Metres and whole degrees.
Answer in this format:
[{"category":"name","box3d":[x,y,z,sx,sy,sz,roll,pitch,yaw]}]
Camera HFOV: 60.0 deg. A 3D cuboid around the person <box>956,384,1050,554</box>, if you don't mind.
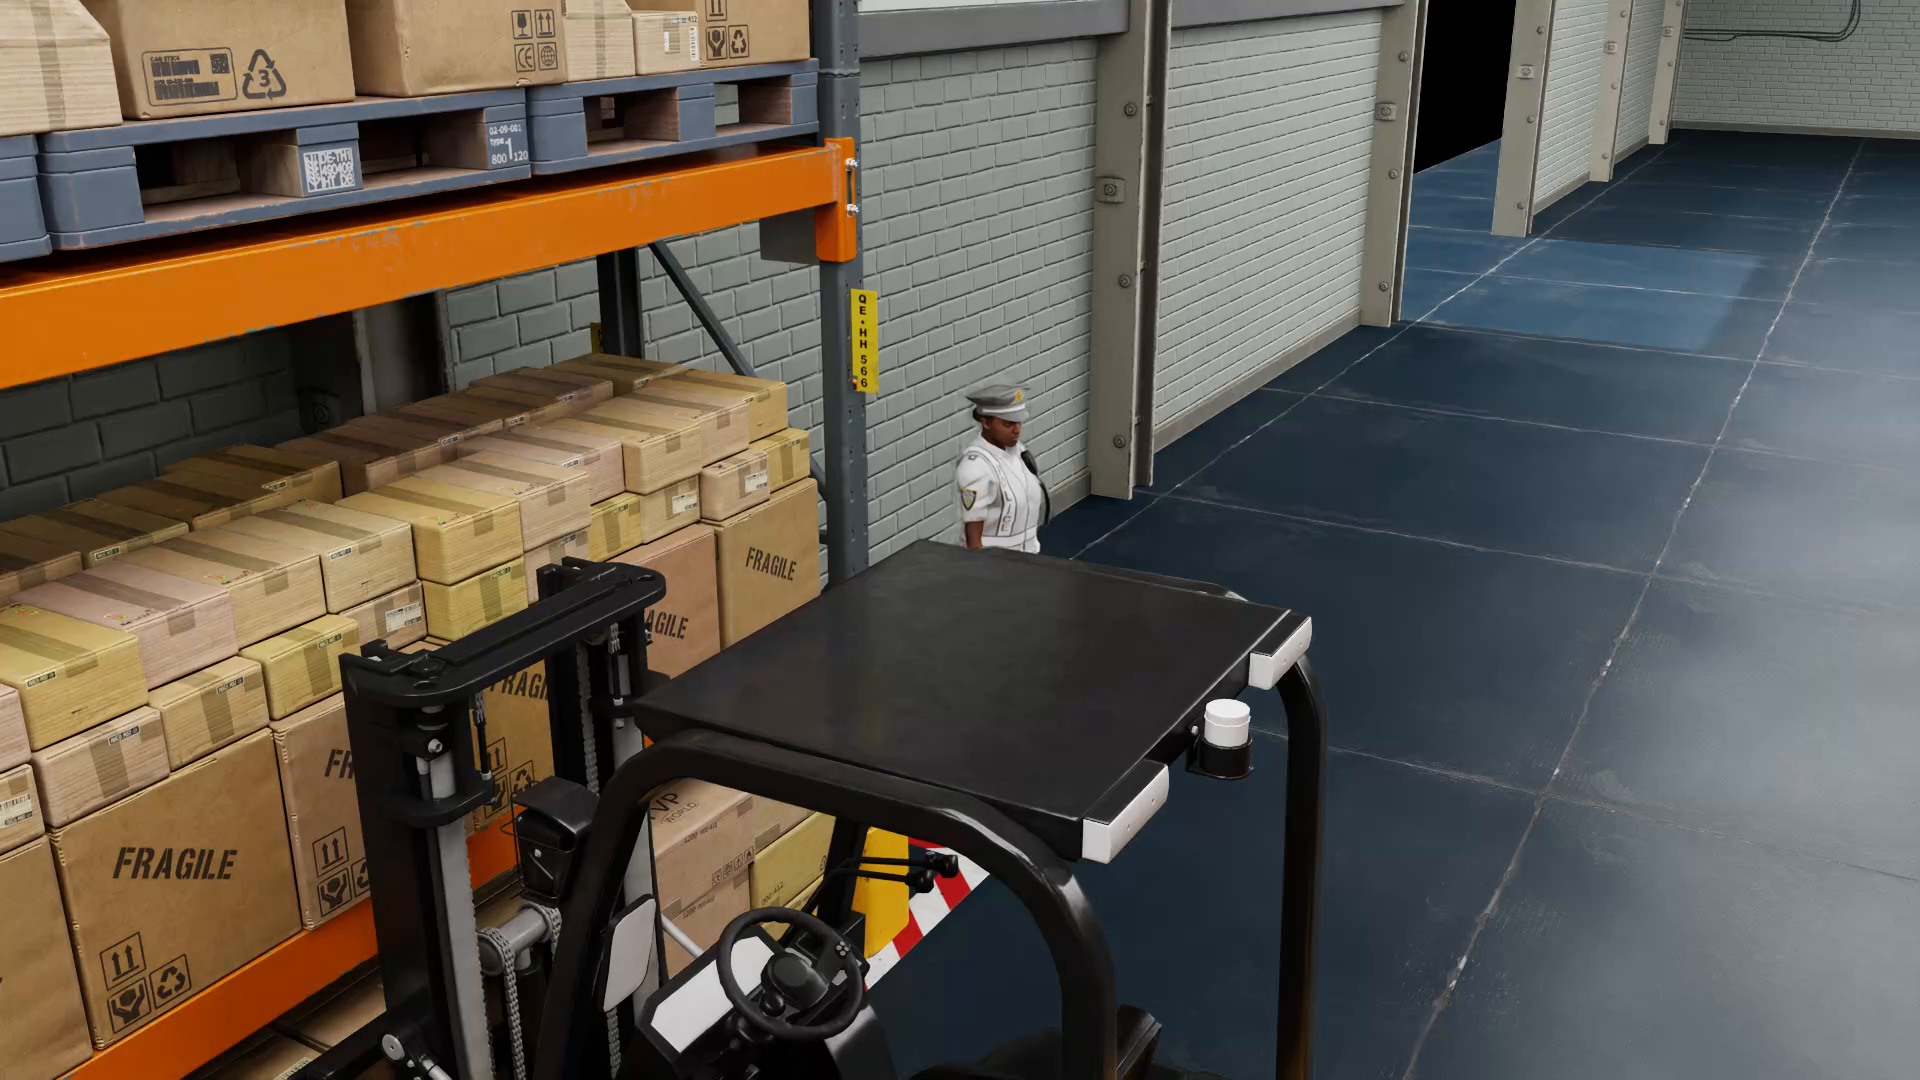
[{"category":"person","box3d":[0.191,0.163,7.102,0.489,1.704,0.481,13,24,33]}]
